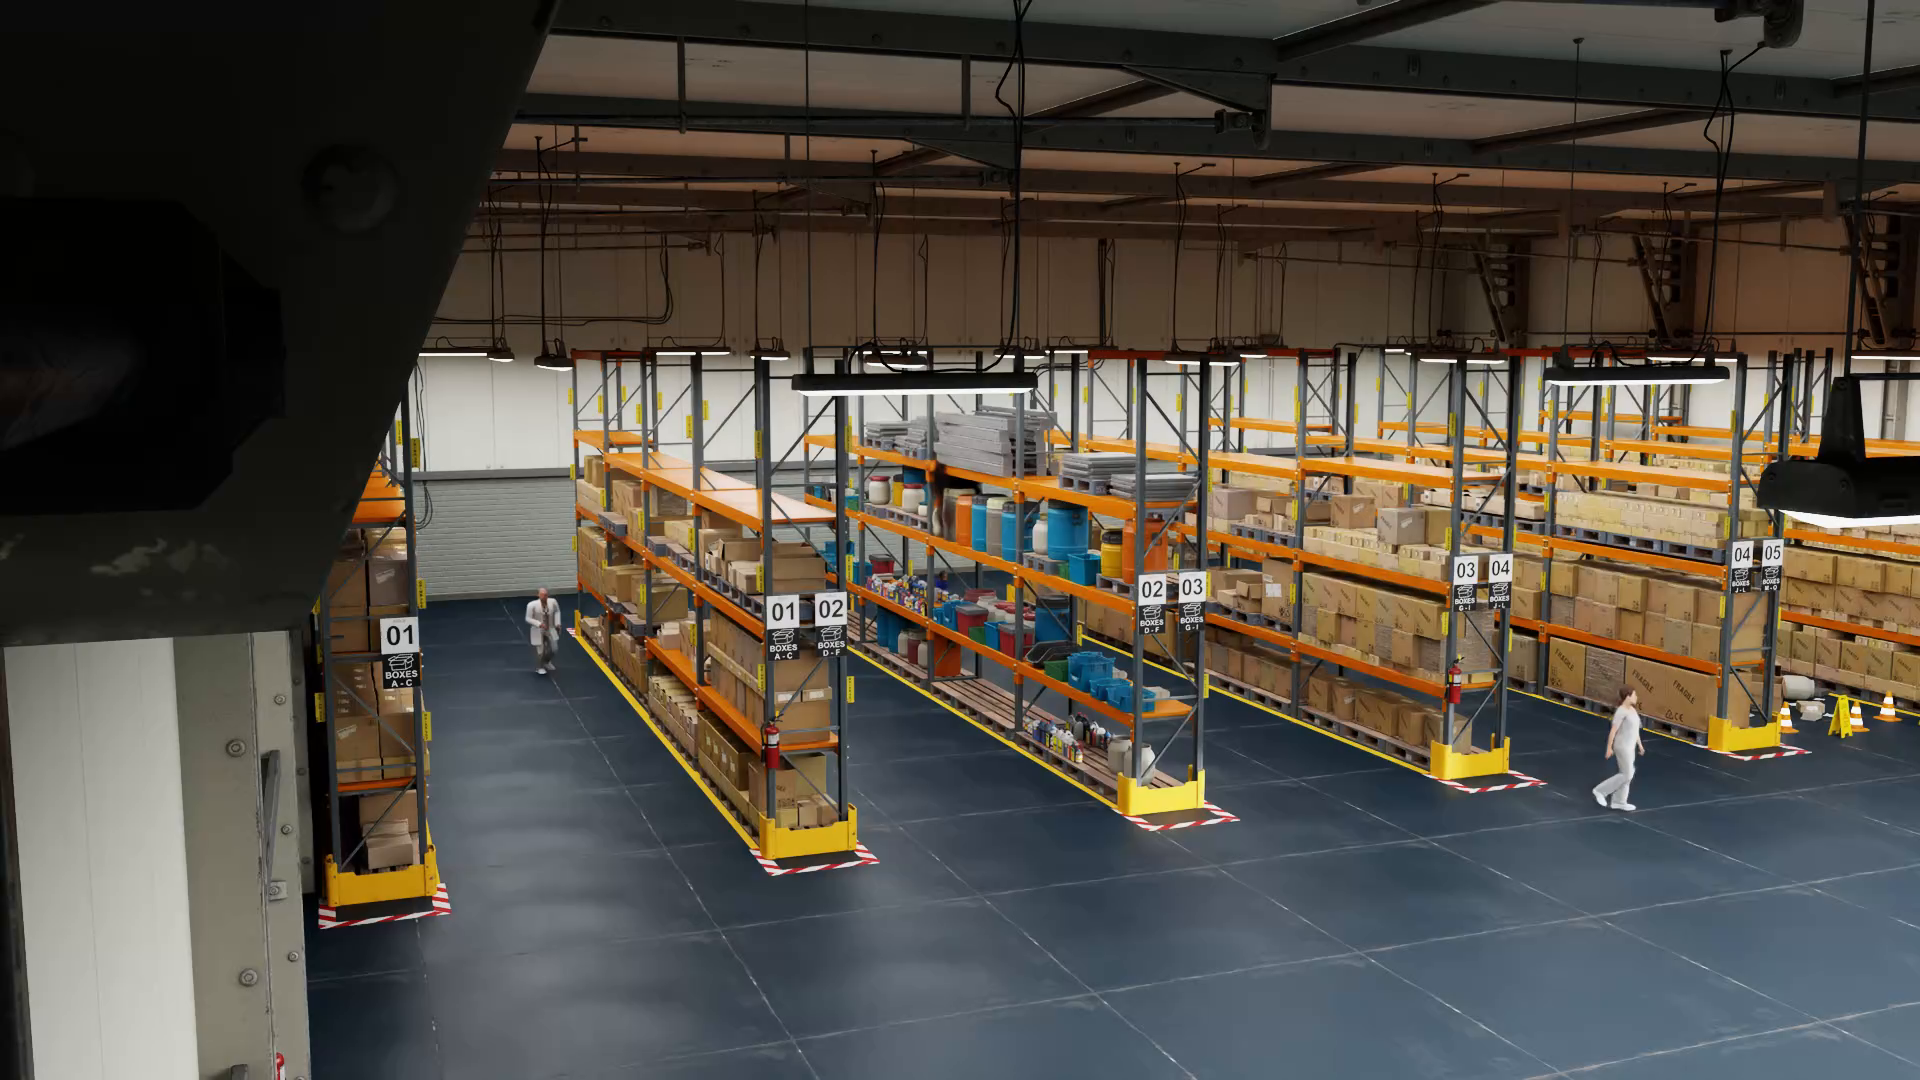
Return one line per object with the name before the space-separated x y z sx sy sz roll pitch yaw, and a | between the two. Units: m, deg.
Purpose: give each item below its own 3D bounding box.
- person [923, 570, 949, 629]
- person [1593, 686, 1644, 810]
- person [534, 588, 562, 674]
person | -0.551 1.341 34.540 0.588 1.451 0.794 -6 9 -41
person | 8.741 2.774 22.067 0.556 1.643 0.568 5 9 36
person | -7.696 1.693 30.768 0.670 1.654 0.817 -4 8 -32
